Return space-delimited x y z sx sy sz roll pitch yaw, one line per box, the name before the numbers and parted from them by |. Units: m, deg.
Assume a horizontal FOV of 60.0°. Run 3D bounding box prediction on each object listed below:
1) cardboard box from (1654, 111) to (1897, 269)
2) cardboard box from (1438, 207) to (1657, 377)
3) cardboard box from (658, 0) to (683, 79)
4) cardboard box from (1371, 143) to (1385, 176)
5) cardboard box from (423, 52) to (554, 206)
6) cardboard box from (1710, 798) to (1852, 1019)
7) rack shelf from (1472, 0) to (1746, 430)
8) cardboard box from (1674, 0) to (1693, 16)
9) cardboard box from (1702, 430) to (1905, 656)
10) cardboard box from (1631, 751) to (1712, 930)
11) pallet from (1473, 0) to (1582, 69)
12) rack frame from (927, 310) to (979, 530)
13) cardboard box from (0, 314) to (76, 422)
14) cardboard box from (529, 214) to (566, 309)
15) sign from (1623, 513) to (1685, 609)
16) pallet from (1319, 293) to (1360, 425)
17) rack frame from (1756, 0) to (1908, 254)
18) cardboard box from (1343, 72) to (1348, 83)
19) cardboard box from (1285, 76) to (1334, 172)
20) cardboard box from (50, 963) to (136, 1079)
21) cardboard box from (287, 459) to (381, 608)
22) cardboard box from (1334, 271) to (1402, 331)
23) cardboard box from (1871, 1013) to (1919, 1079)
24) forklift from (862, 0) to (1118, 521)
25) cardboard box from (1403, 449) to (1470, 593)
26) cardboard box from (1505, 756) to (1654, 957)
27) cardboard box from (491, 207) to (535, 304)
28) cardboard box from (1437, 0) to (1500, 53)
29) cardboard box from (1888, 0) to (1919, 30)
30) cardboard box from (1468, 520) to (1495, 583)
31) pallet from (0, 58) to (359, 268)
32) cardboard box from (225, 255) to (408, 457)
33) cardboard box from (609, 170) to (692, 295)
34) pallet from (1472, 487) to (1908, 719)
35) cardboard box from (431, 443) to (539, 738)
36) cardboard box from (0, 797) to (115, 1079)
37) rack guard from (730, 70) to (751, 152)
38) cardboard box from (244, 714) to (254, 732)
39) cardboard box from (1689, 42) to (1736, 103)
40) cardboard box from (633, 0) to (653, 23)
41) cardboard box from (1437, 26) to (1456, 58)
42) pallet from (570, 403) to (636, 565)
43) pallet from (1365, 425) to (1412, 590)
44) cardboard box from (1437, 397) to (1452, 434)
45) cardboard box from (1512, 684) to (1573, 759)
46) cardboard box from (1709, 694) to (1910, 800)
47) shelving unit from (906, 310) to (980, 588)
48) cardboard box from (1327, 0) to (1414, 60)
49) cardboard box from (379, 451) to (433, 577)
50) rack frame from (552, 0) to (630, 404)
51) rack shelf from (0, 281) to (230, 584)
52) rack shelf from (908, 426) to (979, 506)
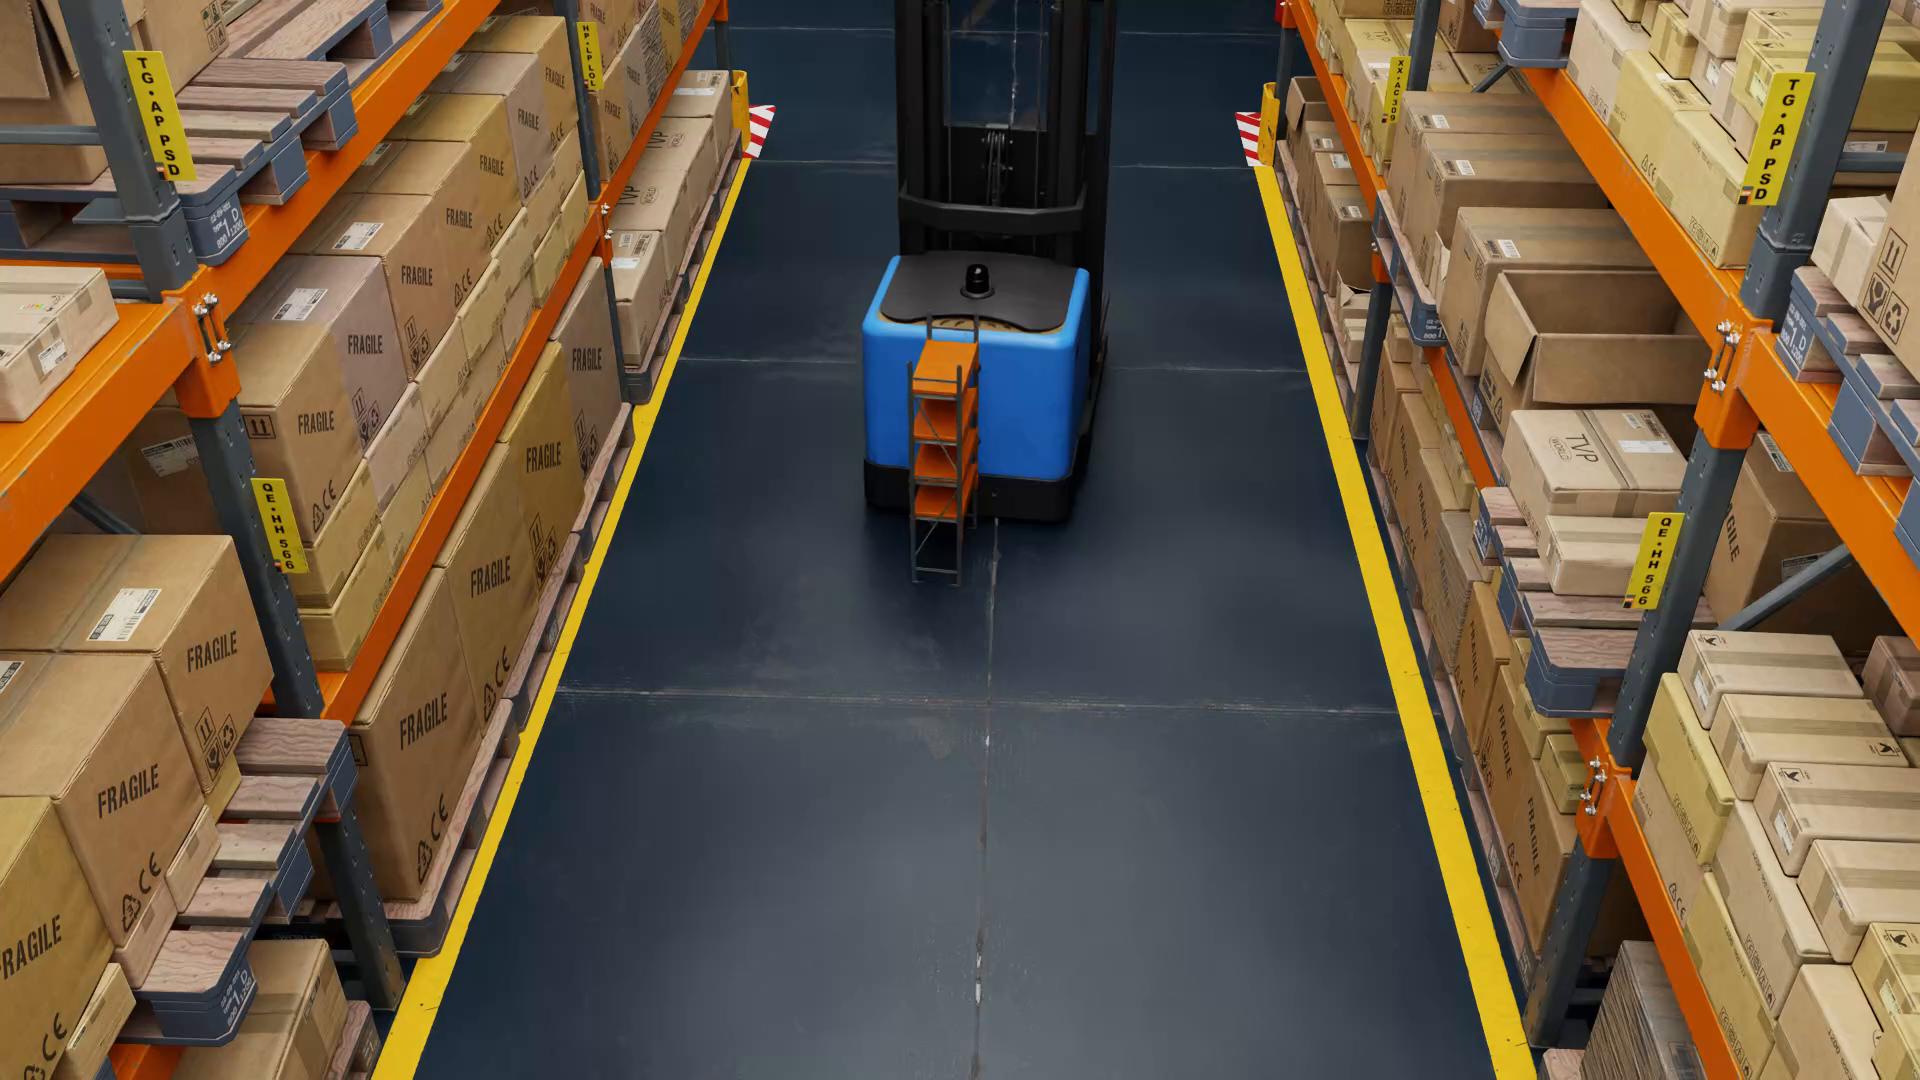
cardboard box | 2.248 -0.957 4.525 0.500 0.250 0.500 0 35 0
cardboard box | 2.336 -0.981 6.584 0.700 0.500 0.500 1 35 2
cardboard box | -1.977 -3.077 9.932 0.500 0.500 0.500 2 35 3
cardboard box | 2.380 -2.025 8.742 0.380 0.149 0.250 2 35 3
cardboard box | -2.109 -1.792 7.234 0.500 0.500 0.500 2 35 3
cardboard box | 2.187 0.903 4.052 0.500 0.250 0.500 2 35 3
rack shelf | 2.550 -1.573 5.896 1.077 0.370 4.000 1 35 2
cardboard box | 2.317 -1.594 4.825 0.380 0.149 0.250 1 35 1
cardboard box | 2.647 0.004 5.183 0.500 0.500 0.500 3 35 4
cardboard box | 2.208 0.820 4.605 0.500 0.250 0.500 1 35 2
pallet | 2.496 -1.970 6.000 1.213 0.211 1.003 1 35 2
rack frame | -0.034 -0.556 7.997 0.240 1.200 0.015 5 35 7
cardboard box | -2.294 -0.399 3.819 0.380 0.149 0.250 1 35 2
cardboard box | -2.117 -1.284 7.599 0.500 0.250 0.500 1 35 1
sign | 1.928 0.061 4.617 0.100 0.325 0.005 1 35 2
pallet | 2.659 -1.043 9.550 1.003 0.211 1.213 1 35 2
rack frame | 2.470 -1.945 3.192 1.000 3.000 0.127 1 35 2
cardboard box | 2.471 -2.761 9.789 0.380 0.149 0.250 1 35 2
cardboard box | 2.672 -2.888 11.557 0.797 0.503 0.637 0 35 0
cardboard box | -2.187 1.126 3.893 0.380 0.149 0.250 2 35 3
cardboard box | -2.223 -0.032 5.383 0.500 0.250 0.500 1 35 2
cardboard box | 2.374 -1.374 9.609 0.396 0.266 0.258 3 35 4
cardboard box | 2.122 1.121 3.395 0.380 0.149 0.250 2 35 3
forklift | 0.261 -2.131 8.733 1.130 2.935 3.031 5 35 7
cardboard box | 2.351 -0.073 7.553 0.500 0.500 0.500 0 35 0
cardboard box | 2.272 1.112 5.868 0.500 0.500 0.500 2 35 3
cardboard box | -2.131 -1.201 7.045 0.500 0.250 0.500 2 35 3
cardboard box | 2.956 -3.006 9.138 0.500 0.500 0.500 0 35 1
cardboard box | 2.809 -1.433 4.597 0.380 0.149 0.250 1 35 2
cardboard box | 2.318 0.044 6.824 0.380 0.149 0.250 0 35 0
pallet | -2.517 -1.125 4.797 1.213 0.211 1.003 3 35 4
cardboard box | -2.215 -0.616 5.562 0.500 0.500 0.500 1 35 2
cardboard box | -2.161 -1.898 10.205 0.875 0.438 0.875 0 35 0
pallet | 2.427 0.197 5.529 1.213 0.211 1.003 1 35 2
cardboard box | -2.339 0.187 6.858 0.875 0.875 0.875 2 35 2
cardboard box | -2.259 0.917 3.626 0.500 0.500 0.500 -1 35 -1
rack guard | -2.167 -3.191 12.355 1.175 0.500 0.348 1 35 2
cardboard box | -2.268 0.521 4.753 0.380 0.149 0.250 3 35 4
cardboard box | 2.310 -1.328 4.706 0.380 0.149 0.250 2 35 3
cardboard box | -2.009 -3.204 9.243 0.500 0.500 0.500 2 35 3
cardboard box | 2.956 -2.712 9.372 0.500 0.250 0.500 2 35 3
pallet | -2.285 -0.316 8.516 1.003 0.211 1.213 1 35 2
pallet | 2.636 -0.180 8.323 1.003 0.211 1.213 1 35 2
cardboard box | 2.420 -0.537 7.650 0.380 0.149 0.250 1 35 1
cardboard box | 2.217 0.647 5.965 0.380 0.149 0.250 0 35 -1
cardboard box | 2.154 0.532 4.233 0.380 0.149 0.250 2 35 3
shelving unit | -0.073 -0.417 7.800 0.258 1.200 0.503 5 35 7
cardboard box | 2.468 -3.018 9.807 0.500 0.250 0.500 0 35 1
cardboard box | -2.216 -0.113 5.932 0.500 0.250 0.500 0 35 1
rack frame | -2.329 -1.902 8.347 1.000 3.000 0.127 1 35 2
rack shelf | -2.570 0.613 2.786 1.077 0.370 4.000 1 35 2
rack shelf | -0.073 -0.362 7.839 0.258 0.148 0.480 5 35 7
